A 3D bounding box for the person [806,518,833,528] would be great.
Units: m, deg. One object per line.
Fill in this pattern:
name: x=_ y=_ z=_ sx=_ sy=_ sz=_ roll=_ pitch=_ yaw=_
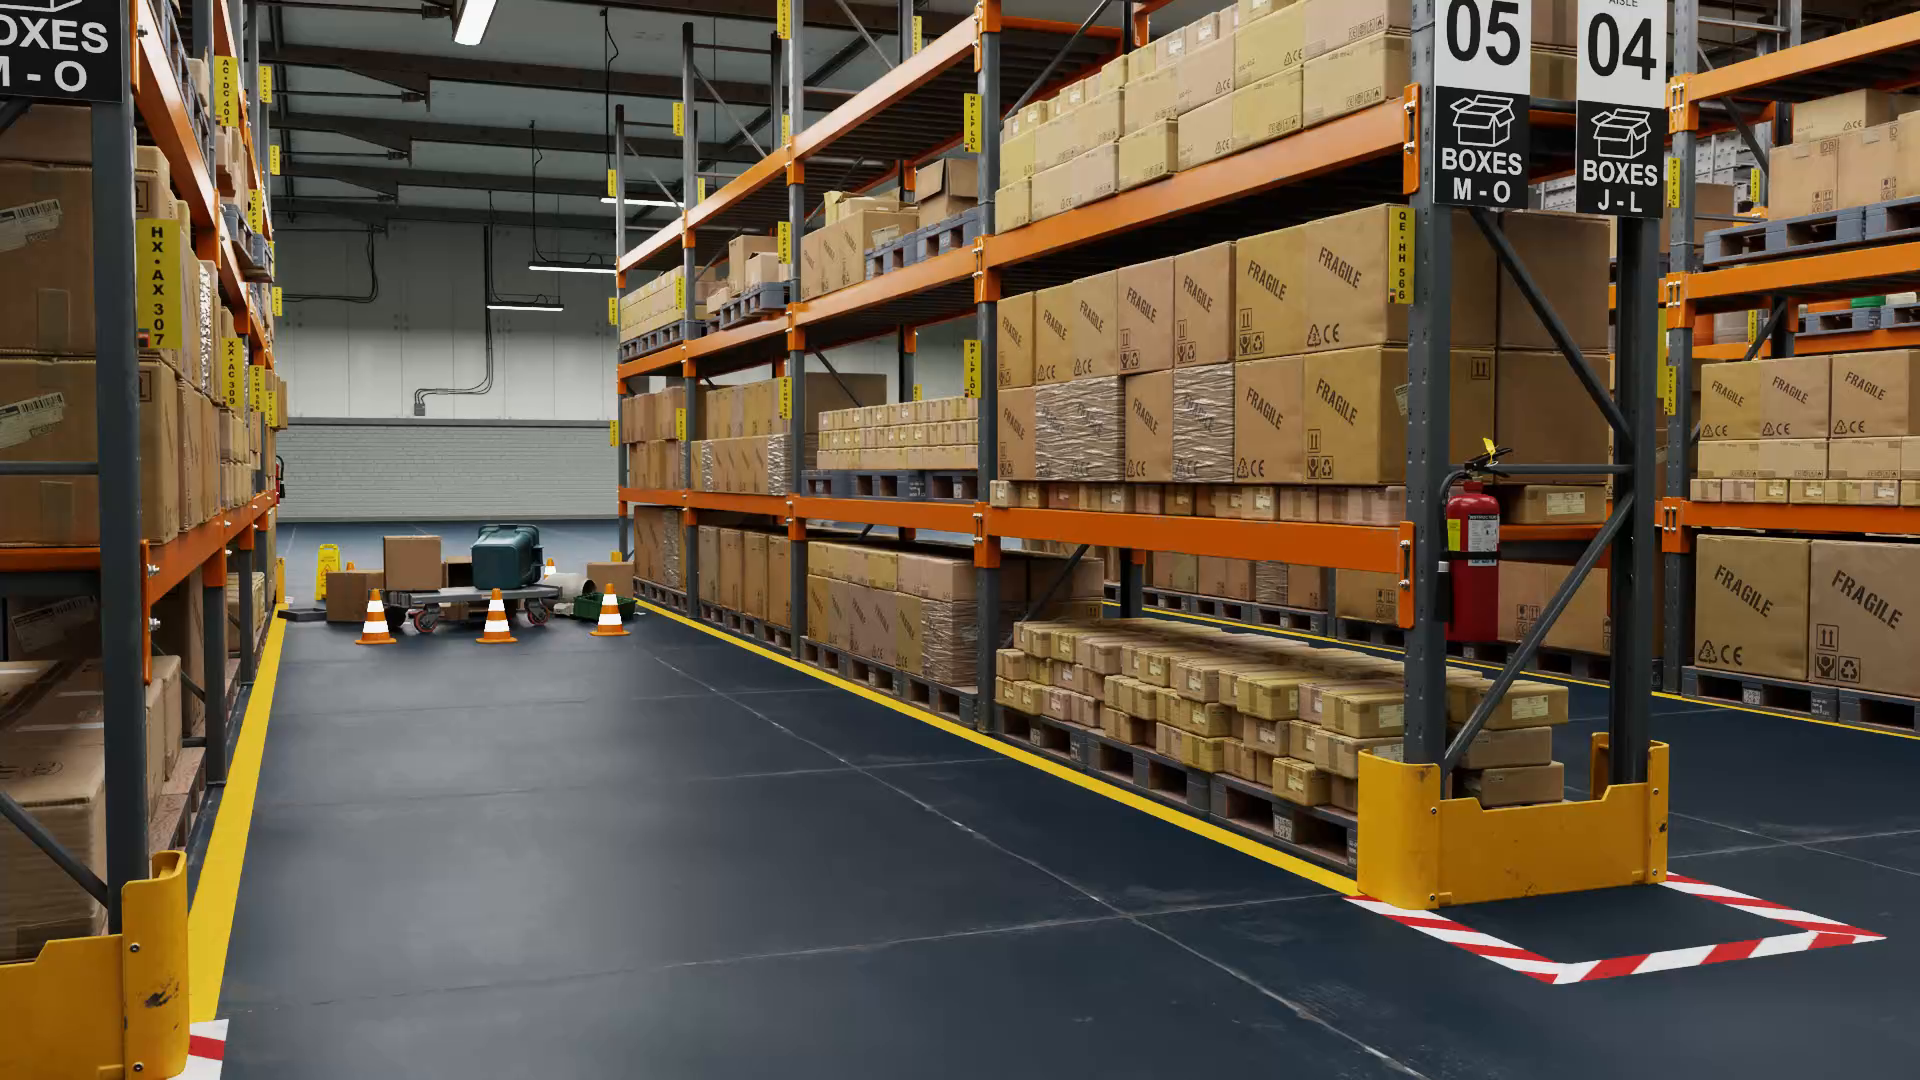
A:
person: x=-1.751 y=-0.163 z=20.358 sx=0.487 sy=1.719 sz=0.666 roll=-1 pitch=3 yaw=-25
